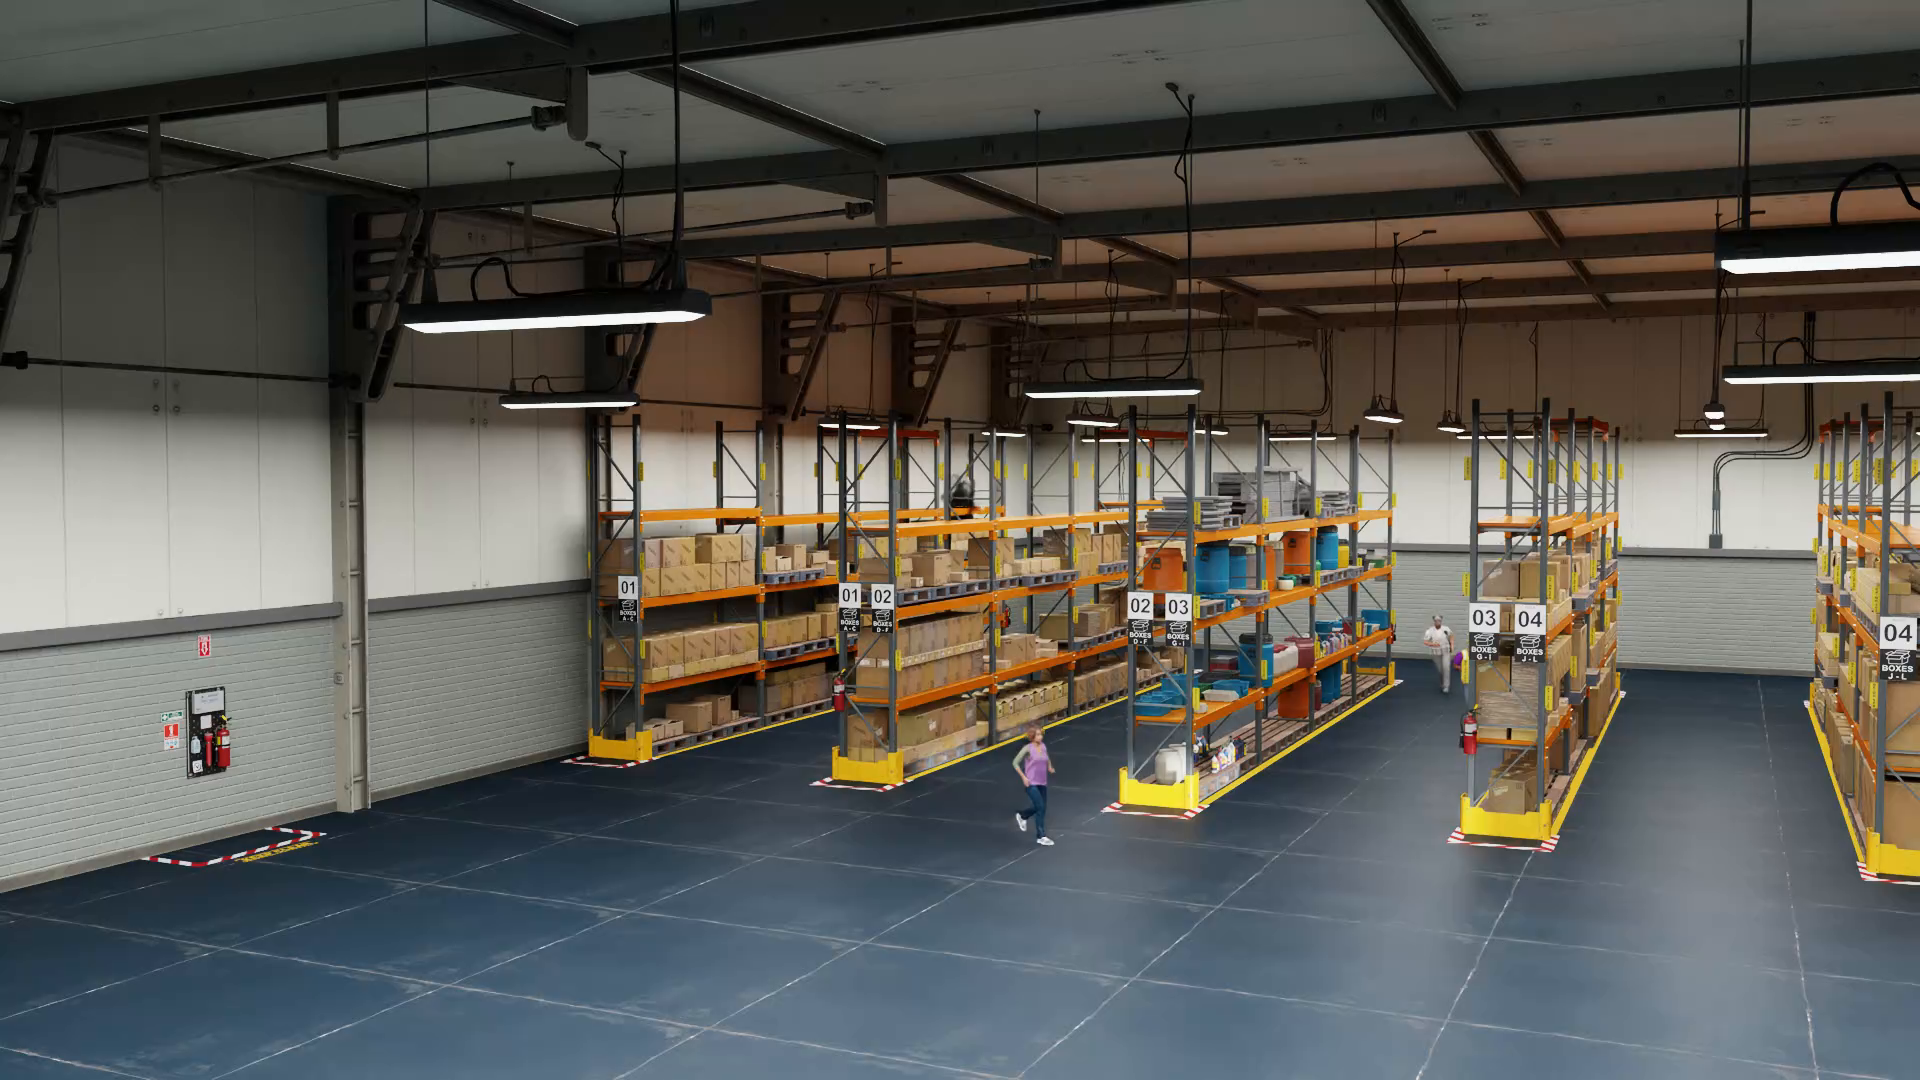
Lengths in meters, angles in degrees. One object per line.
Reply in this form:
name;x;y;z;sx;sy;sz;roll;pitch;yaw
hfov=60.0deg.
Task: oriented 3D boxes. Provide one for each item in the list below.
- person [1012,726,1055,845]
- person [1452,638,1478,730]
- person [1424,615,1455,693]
person;0.975;3.287;22.404;0.538;1.568;0.736;-2;3;-40
person;9.961;2.766;32.392;0.689;1.804;0.810;1;3;25
person;10.908;2.559;37.840;0.694;1.735;0.967;1;2;13
